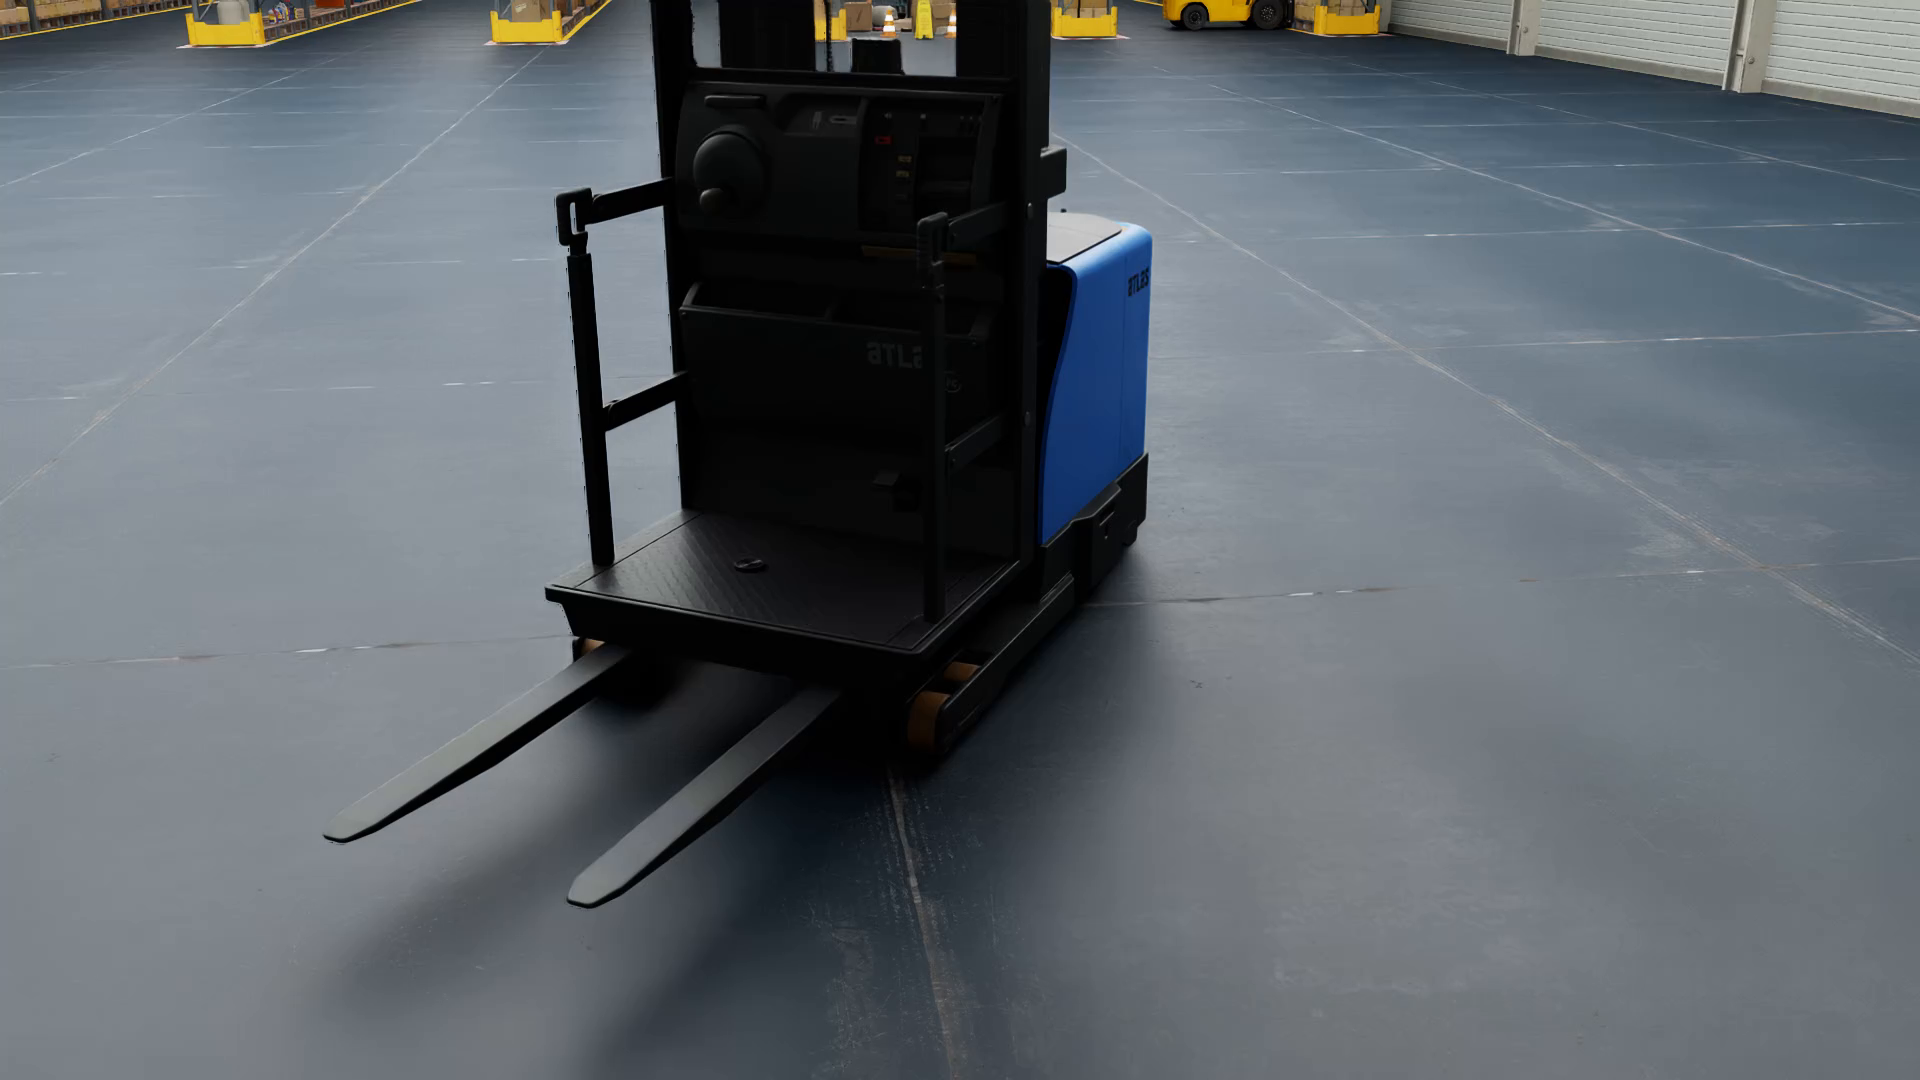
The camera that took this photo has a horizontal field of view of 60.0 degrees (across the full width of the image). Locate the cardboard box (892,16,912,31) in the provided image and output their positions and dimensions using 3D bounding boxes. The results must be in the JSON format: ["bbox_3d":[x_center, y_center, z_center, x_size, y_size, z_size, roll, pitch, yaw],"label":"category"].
[{"bbox_3d":[-1.117,-9.912,31.874,0.396,0.266,0.258,1,20,2],"label":"cardboard box"}]

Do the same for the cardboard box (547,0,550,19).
[{"bbox_3d":[-7.727,-9.543,29.951,0.500,0.500,0.500,2,21,6],"label":"cardboard box"}]

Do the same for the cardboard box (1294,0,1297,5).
[{"bbox_3d":[6.648,-10.494,32.140,0.500,0.250,0.500,-3,21,-9],"label":"cardboard box"}]

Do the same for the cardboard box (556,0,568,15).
[{"bbox_3d":[-8.177,-10.728,33.097,0.700,0.500,0.500,-5,21,-12],"label":"cardboard box"}]

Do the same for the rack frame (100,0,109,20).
[{"bbox_3d":[-18.490,-12.366,34.538,1.000,3.000,0.127,-3,21,-8],"label":"rack frame"}]

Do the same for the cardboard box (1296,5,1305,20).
[{"bbox_3d":[6.742,-10.074,31.731,0.500,0.250,0.500,-3,21,-8],"label":"cardboard box"}]

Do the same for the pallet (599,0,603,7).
[{"bbox_3d":[-9.295,-13.210,40.784,1.003,0.211,1.213,-3,21,-8],"label":"pallet"}]

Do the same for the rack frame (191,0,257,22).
[{"bbox_3d":[-12.434,-9.845,27.788,1.000,3.000,0.127,-3,21,-8],"label":"rack frame"}]

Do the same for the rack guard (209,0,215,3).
[{"bbox_3d":[-19.632,-13.939,42.321,1.175,0.500,0.348,-3,21,-8],"label":"rack guard"}]

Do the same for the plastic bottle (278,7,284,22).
[{"bbox_3d":[-12.480,-9.640,30.509,0.097,0.271,0.097,0,20,0],"label":"plastic bottle"}]

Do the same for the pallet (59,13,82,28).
[{"bbox_3d":[-18.237,-10.351,33.129,1.003,0.211,1.213,-3,21,-8],"label":"pallet"}]

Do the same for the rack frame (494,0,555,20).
[{"bbox_3d":[-7.533,-10.095,28.457,1.000,3.000,0.127,-3,21,-8],"label":"rack frame"}]

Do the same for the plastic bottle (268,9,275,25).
[{"bbox_3d":[-12.387,-9.416,29.911,0.097,0.271,0.097,0,20,0],"label":"plastic bottle"}]

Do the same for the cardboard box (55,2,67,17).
[{"bbox_3d":[-17.876,-10.398,32.599,0.500,0.250,0.500,-4,21,-9],"label":"cardboard box"}]

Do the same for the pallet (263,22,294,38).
[{"bbox_3d":[-12.776,-9.265,30.222,1.003,0.211,1.213,-3,21,-8],"label":"pallet"}]

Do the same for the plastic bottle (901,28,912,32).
[{"bbox_3d":[-1.033,-9.662,31.498,0.133,0.061,0.283,-11,23,-26],"label":"plastic bottle"}]

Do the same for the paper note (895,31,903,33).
[{"bbox_3d":[-1.150,-9.532,31.197,0.144,0.017,0.142,4,21,11],"label":"paper note"}]

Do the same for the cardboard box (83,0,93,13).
[{"bbox_3d":[-18.095,-10.927,34.014,0.500,0.250,0.500,-3,21,-8],"label":"cardboard box"}]

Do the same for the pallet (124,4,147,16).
[{"bbox_3d":[-18.732,-11.742,36.852,1.003,0.211,1.213,-3,21,-8],"label":"pallet"}]

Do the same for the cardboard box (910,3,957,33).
[{"bbox_3d":[-0.485,-9.905,31.518,0.637,0.503,0.797,17,27,39],"label":"cardboard box"}]

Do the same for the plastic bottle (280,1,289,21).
[{"bbox_3d":[-12.559,-9.808,30.847,0.144,0.351,0.185,-3,21,-8],"label":"plastic bottle"}]

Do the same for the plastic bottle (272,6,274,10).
[{"bbox_3d":[-12.644,-9.715,30.693,0.061,0.283,0.133,-3,21,-8],"label":"plastic bottle"}]

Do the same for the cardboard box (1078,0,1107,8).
[{"bbox_3d":[2.427,-10.156,30.878,0.500,0.500,0.500,-4,21,-10],"label":"cardboard box"}]

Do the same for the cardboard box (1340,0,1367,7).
[{"bbox_3d":[7.322,-10.162,31.253,0.500,0.250,0.500,-3,21,-7],"label":"cardboard box"}]

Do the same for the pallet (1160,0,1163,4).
[{"bbox_3d":[5.610,-13.415,41.332,1.003,0.211,1.213,-3,21,-8],"label":"pallet"}]

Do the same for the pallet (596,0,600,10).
[{"bbox_3d":[-9.077,-12.680,39.363,1.003,0.211,1.213,-3,21,-8],"label":"pallet"}]

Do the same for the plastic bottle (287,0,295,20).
[{"bbox_3d":[-12.633,-9.986,31.324,0.144,0.351,0.185,-3,21,-9],"label":"plastic bottle"}]

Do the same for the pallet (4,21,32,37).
[{"bbox_3d":[-17.840,-9.397,30.575,1.003,0.211,1.213,-3,21,-8],"label":"pallet"}]

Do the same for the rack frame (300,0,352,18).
[{"bbox_3d":[-13.588,-12.615,35.204,1.000,3.000,0.127,-3,21,-8],"label":"rack frame"}]

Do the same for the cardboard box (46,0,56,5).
[{"bbox_3d":[-17.793,-10.482,32.021,0.500,0.311,0.500,-3,21,-8],"label":"cardboard box"}]

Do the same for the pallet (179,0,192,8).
[{"bbox_3d":[-19.343,-13.106,40.504,1.003,0.211,1.213,-3,21,-8],"label":"pallet"}]

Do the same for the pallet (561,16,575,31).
[{"bbox_3d":[-7.978,-9.942,32.035,1.003,0.211,1.213,-3,21,-8],"label":"pallet"}]

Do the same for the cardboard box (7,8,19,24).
[{"bbox_3d":[-17.568,-9.567,30.373,0.500,0.250,0.500,-3,21,-8],"label":"cardboard box"}]

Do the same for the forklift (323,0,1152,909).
[{"bbox_3d":[-0.412,-0.992,4.183,1.130,2.935,3.031,9,22,22],"label":"forklift"}]

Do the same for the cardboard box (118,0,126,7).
[{"bbox_3d":[-18.354,-11.754,35.844,0.500,0.500,0.500,-4,21,-10],"label":"cardboard box"}]

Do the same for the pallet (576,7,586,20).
[{"bbox_3d":[-8.575,-11.288,35.636,1.003,0.211,1.213,-3,21,-8],"label":"pallet"}]

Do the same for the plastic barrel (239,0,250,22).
[{"bbox_3d":[-12.677,-9.274,29.214,0.421,0.512,0.421,0,20,0],"label":"plastic barrel"}]

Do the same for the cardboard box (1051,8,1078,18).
[{"bbox_3d":[1.887,-9.778,30.938,0.500,0.250,0.500,-3,21,-8],"label":"cardboard box"}]

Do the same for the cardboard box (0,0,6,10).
[{"bbox_3d":[-17.494,-9.745,29.778,0.500,0.500,0.500,-3,21,-8],"label":"cardboard box"}]

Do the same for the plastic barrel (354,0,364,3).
[{"bbox_3d":[-14.000,-12.779,38.042,0.600,0.901,0.708,-3,21,-8],"label":"plastic barrel"}]

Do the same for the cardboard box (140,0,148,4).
[{"bbox_3d":[-18.577,-12.285,37.264,0.500,0.500,0.500,-3,21,-7],"label":"cardboard box"}]

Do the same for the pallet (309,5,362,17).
[{"bbox_3d":[-13.742,-11.579,36.417,1.003,0.211,1.213,-3,21,-8],"label":"pallet"}]

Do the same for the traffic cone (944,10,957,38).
[{"bbox_3d":[-0.114,-9.316,29.998,0.336,0.463,0.334,-3,21,-8],"label":"traffic cone"}]

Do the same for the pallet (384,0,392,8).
[{"bbox_3d":[-14.308,-12.946,40.076,1.003,0.211,1.213,-3,21,-8],"label":"pallet"}]

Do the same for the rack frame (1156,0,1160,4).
[{"bbox_3d":[5.455,-15.001,41.593,1.000,3.000,0.127,-3,21,-8],"label":"rack frame"}]

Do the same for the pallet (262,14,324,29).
[{"bbox_3d":[-13.163,-10.193,32.706,1.003,0.211,1.213,-3,21,-8],"label":"pallet"}]

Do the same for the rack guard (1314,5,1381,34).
[{"bbox_3d":[7.188,-9.667,30.884,1.175,0.500,0.348,-3,21,-8],"label":"rack guard"}]

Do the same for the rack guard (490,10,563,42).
[{"bbox_3d":[-7.544,-8.950,28.964,1.175,0.500,0.348,-3,21,-8],"label":"rack guard"}]

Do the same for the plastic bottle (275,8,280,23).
[{"bbox_3d":[-12.437,-9.535,30.229,0.097,0.271,0.097,0,20,0],"label":"plastic bottle"}]

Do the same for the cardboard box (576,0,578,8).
[{"bbox_3d":[-8.570,-11.669,35.615,0.700,0.500,0.500,-4,21,-11],"label":"cardboard box"}]

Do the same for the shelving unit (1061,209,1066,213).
[{"bbox_3d":[0.230,-0.641,5.931,0.215,1.050,0.252,9,22,22],"label":"shelving unit"}]

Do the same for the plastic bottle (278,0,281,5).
[{"bbox_3d":[-12.776,-9.979,31.305,0.144,0.351,0.185,-3,21,-8],"label":"plastic bottle"}]

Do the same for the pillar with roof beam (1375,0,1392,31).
[{"bbox_3d":[3.716,-13.726,29.605,9.100,9.000,0.400,-3,21,-8],"label":"pillar with roof beam"}]

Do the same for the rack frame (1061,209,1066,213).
[{"bbox_3d":[0.278,-0.680,6.036,0.200,1.050,0.008,9,22,22],"label":"rack frame"}]
